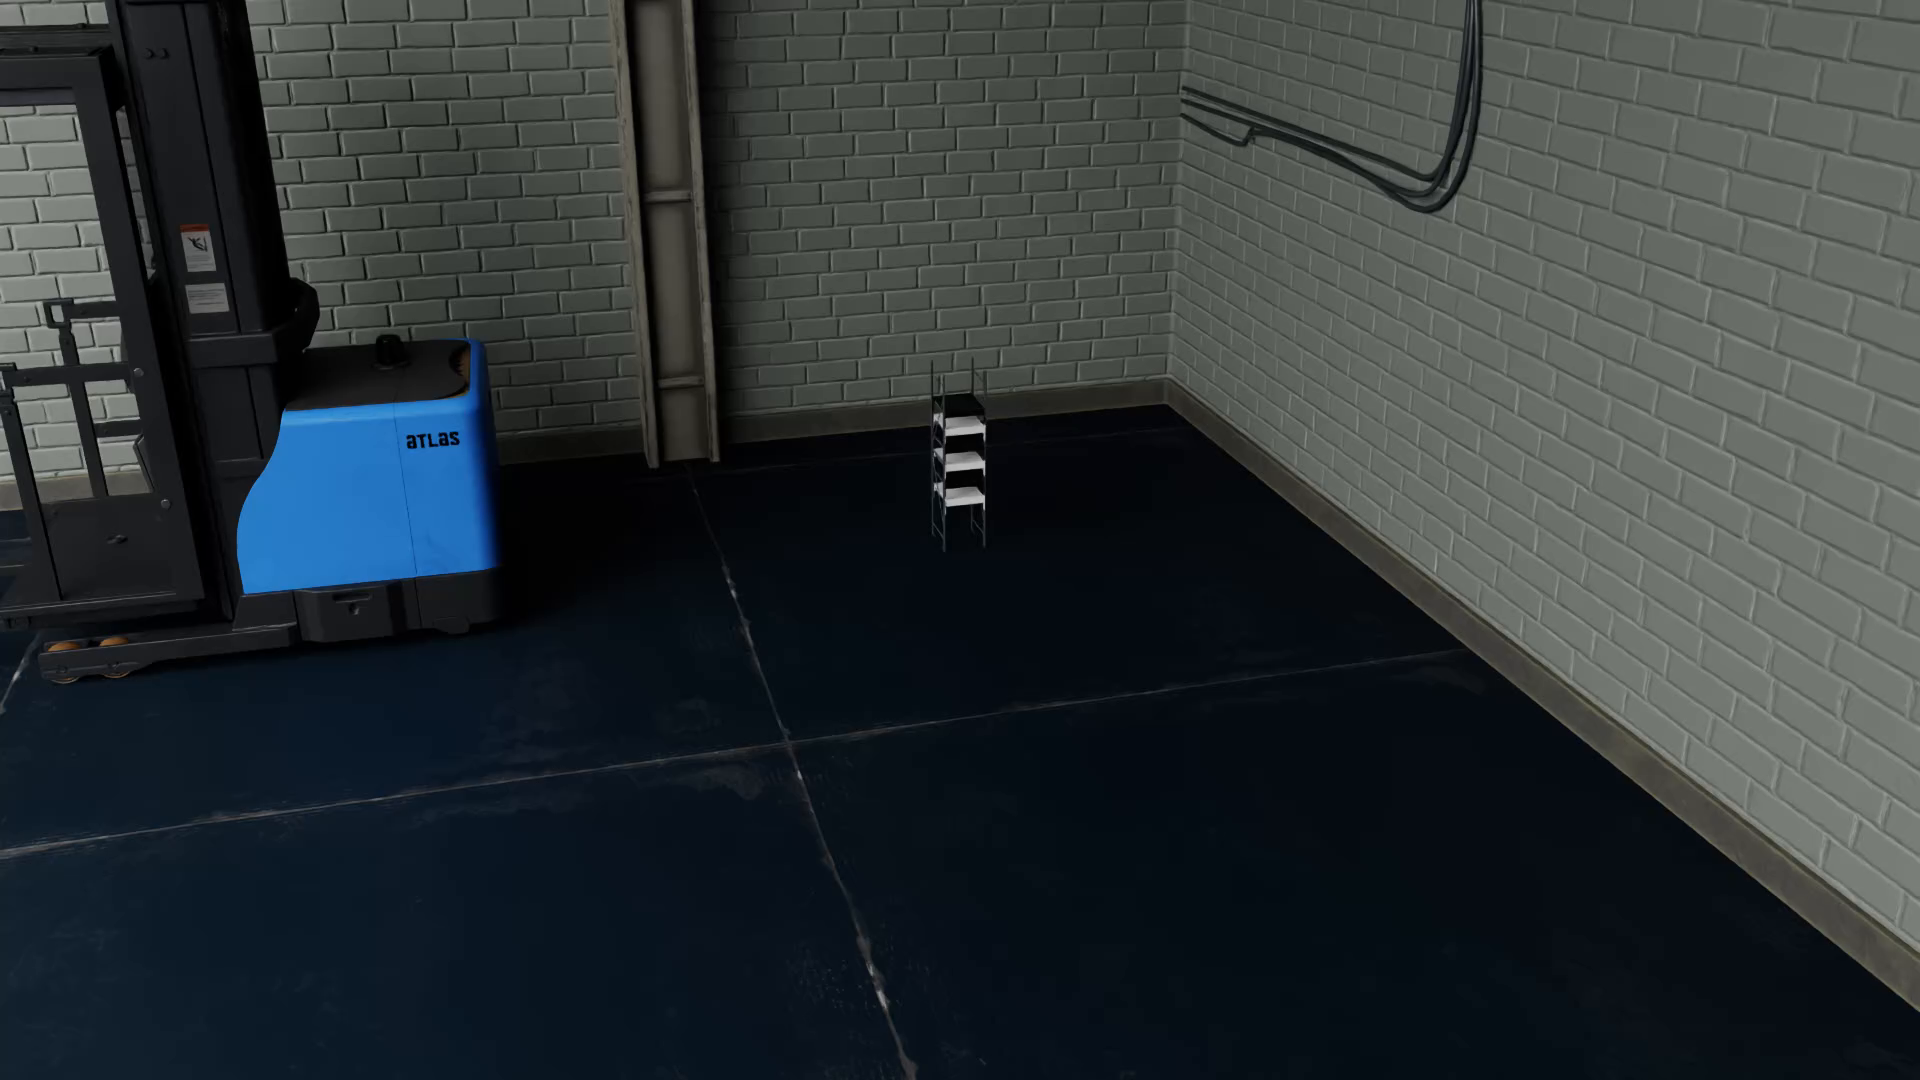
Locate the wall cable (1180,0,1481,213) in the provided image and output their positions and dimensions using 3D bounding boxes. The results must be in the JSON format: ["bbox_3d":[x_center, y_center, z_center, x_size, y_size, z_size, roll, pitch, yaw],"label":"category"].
[{"bbox_3d":[1.631,-2.996,7.758,0.112,2.526,3.097,-6,24,-14],"label":"wall cable"}]

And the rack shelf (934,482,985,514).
[{"bbox_3d":[-0.008,-0.217,8.155,0.200,0.077,0.258,-6,24,-14],"label":"rack shelf"}]

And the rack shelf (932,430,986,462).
[{"bbox_3d":[-0.008,-0.465,8.048,0.200,0.077,0.258,-6,24,-14],"label":"rack shelf"}]

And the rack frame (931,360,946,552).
[{"bbox_3d":[-0.106,-0.402,8.045,0.006,0.900,0.240,-6,24,-14],"label":"rack frame"}]

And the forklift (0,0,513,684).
[{"bbox_3d":[-3.551,-0.984,6.827,3.031,2.935,1.130,-6,24,-13],"label":"forklift"}]

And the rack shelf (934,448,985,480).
[{"bbox_3d":[-0.008,-0.382,8.084,0.200,0.077,0.258,-6,24,-14],"label":"rack shelf"}]

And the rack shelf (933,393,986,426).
[{"bbox_3d":[-0.008,-0.630,7.977,0.200,0.077,0.258,-6,24,-14],"label":"rack shelf"}]

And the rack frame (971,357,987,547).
[{"bbox_3d":[0.090,-0.424,8.096,0.006,0.900,0.240,-6,24,-14],"label":"rack frame"}]

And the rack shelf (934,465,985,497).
[{"bbox_3d":[-0.008,-0.299,8.119,0.200,0.077,0.258,-6,24,-14],"label":"rack shelf"}]

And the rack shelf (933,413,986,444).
[{"bbox_3d":[-0.008,-0.547,8.013,0.200,0.077,0.258,-6,24,-14],"label":"rack shelf"}]

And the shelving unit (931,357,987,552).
[{"bbox_3d":[-0.008,-0.413,8.071,0.210,0.900,0.258,-6,24,-14],"label":"shelving unit"}]

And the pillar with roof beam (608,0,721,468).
[{"bbox_3d":[-0.400,-2.977,3.775,0.400,9.000,9.100,-6,24,-14],"label":"pillar with roof beam"}]
